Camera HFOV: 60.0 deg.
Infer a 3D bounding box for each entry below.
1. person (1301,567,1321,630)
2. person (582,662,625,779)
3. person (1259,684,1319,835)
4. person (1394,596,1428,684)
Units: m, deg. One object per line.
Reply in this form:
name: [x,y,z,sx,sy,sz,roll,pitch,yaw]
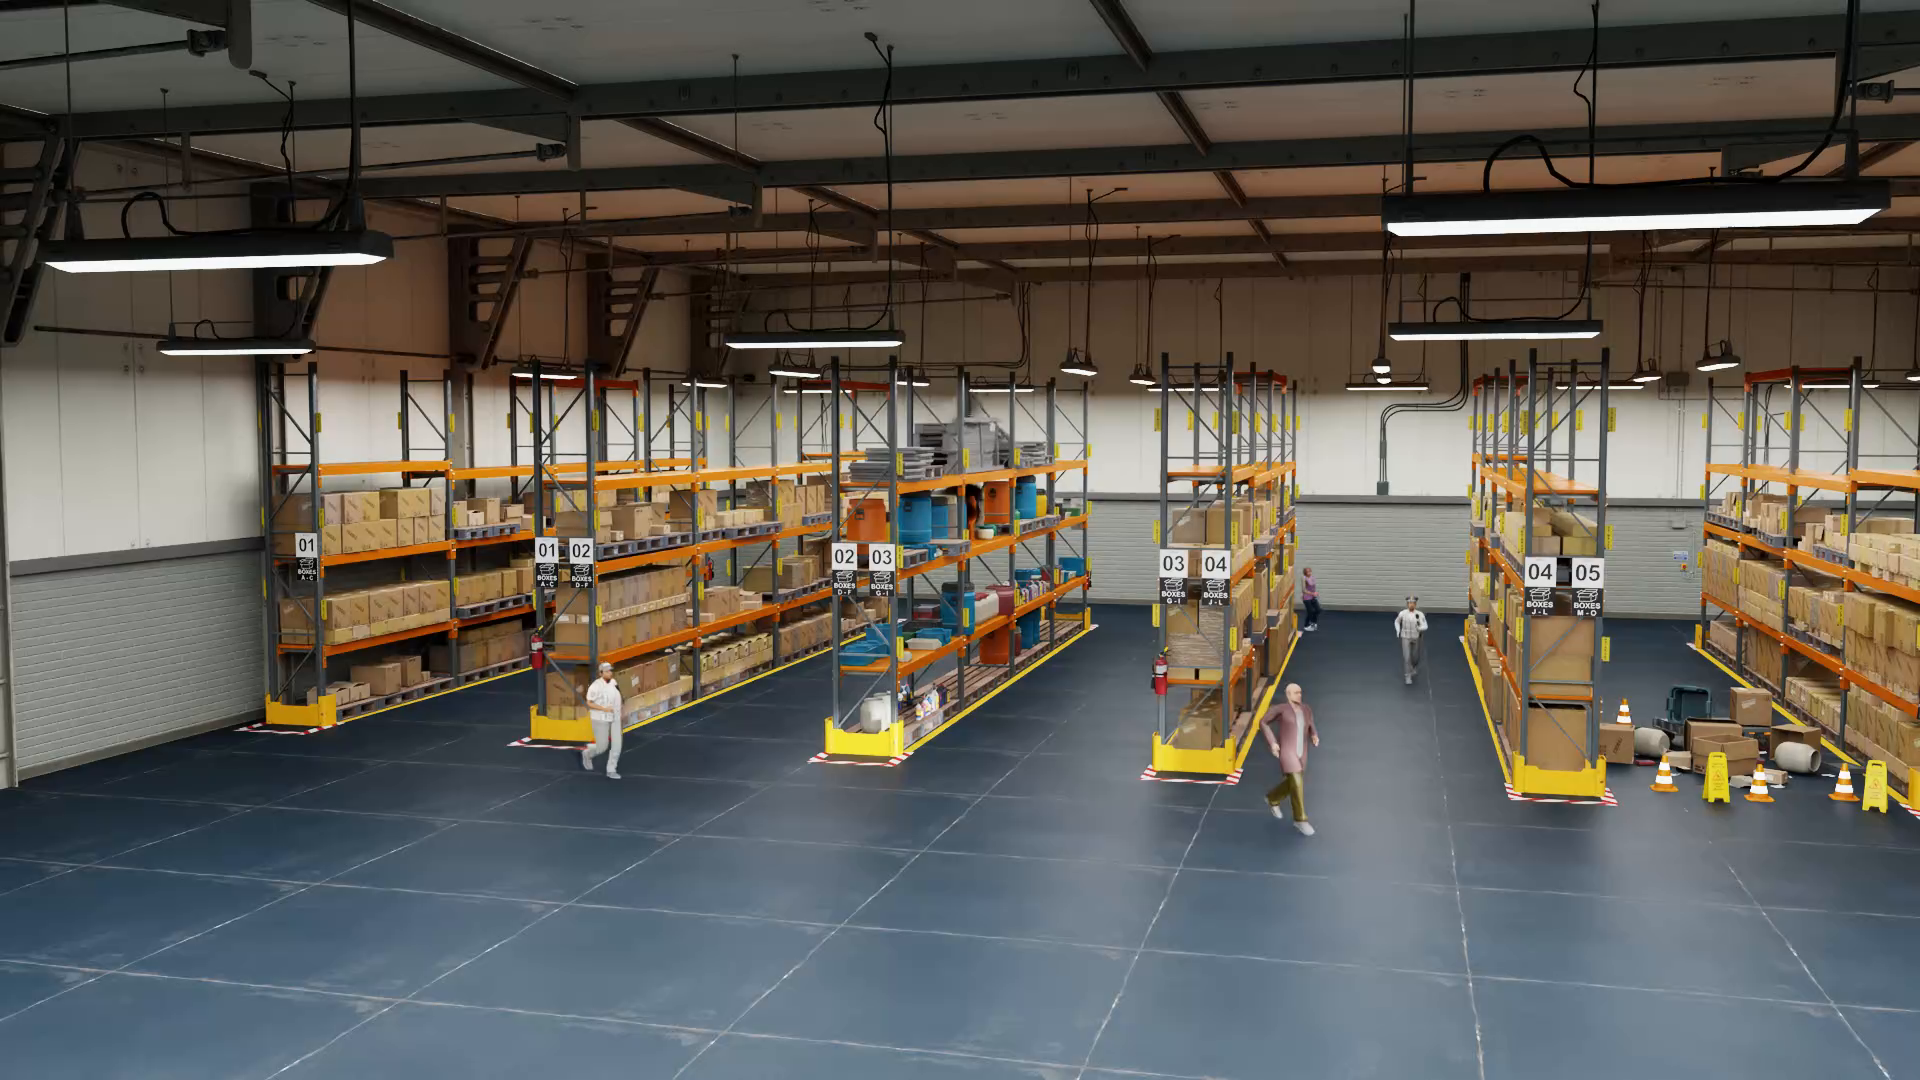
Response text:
person: [8.386,1.414,39.868,0.573,1.552,0.562,-3,5,-35]
person: [-5.026,2.535,23.489,0.706,1.630,0.608,3,5,39]
person: [4.094,2.666,20.602,0.712,1.799,0.994,-3,5,-32]
person: [8.696,1.903,32.084,0.624,1.663,0.875,1,4,14]
